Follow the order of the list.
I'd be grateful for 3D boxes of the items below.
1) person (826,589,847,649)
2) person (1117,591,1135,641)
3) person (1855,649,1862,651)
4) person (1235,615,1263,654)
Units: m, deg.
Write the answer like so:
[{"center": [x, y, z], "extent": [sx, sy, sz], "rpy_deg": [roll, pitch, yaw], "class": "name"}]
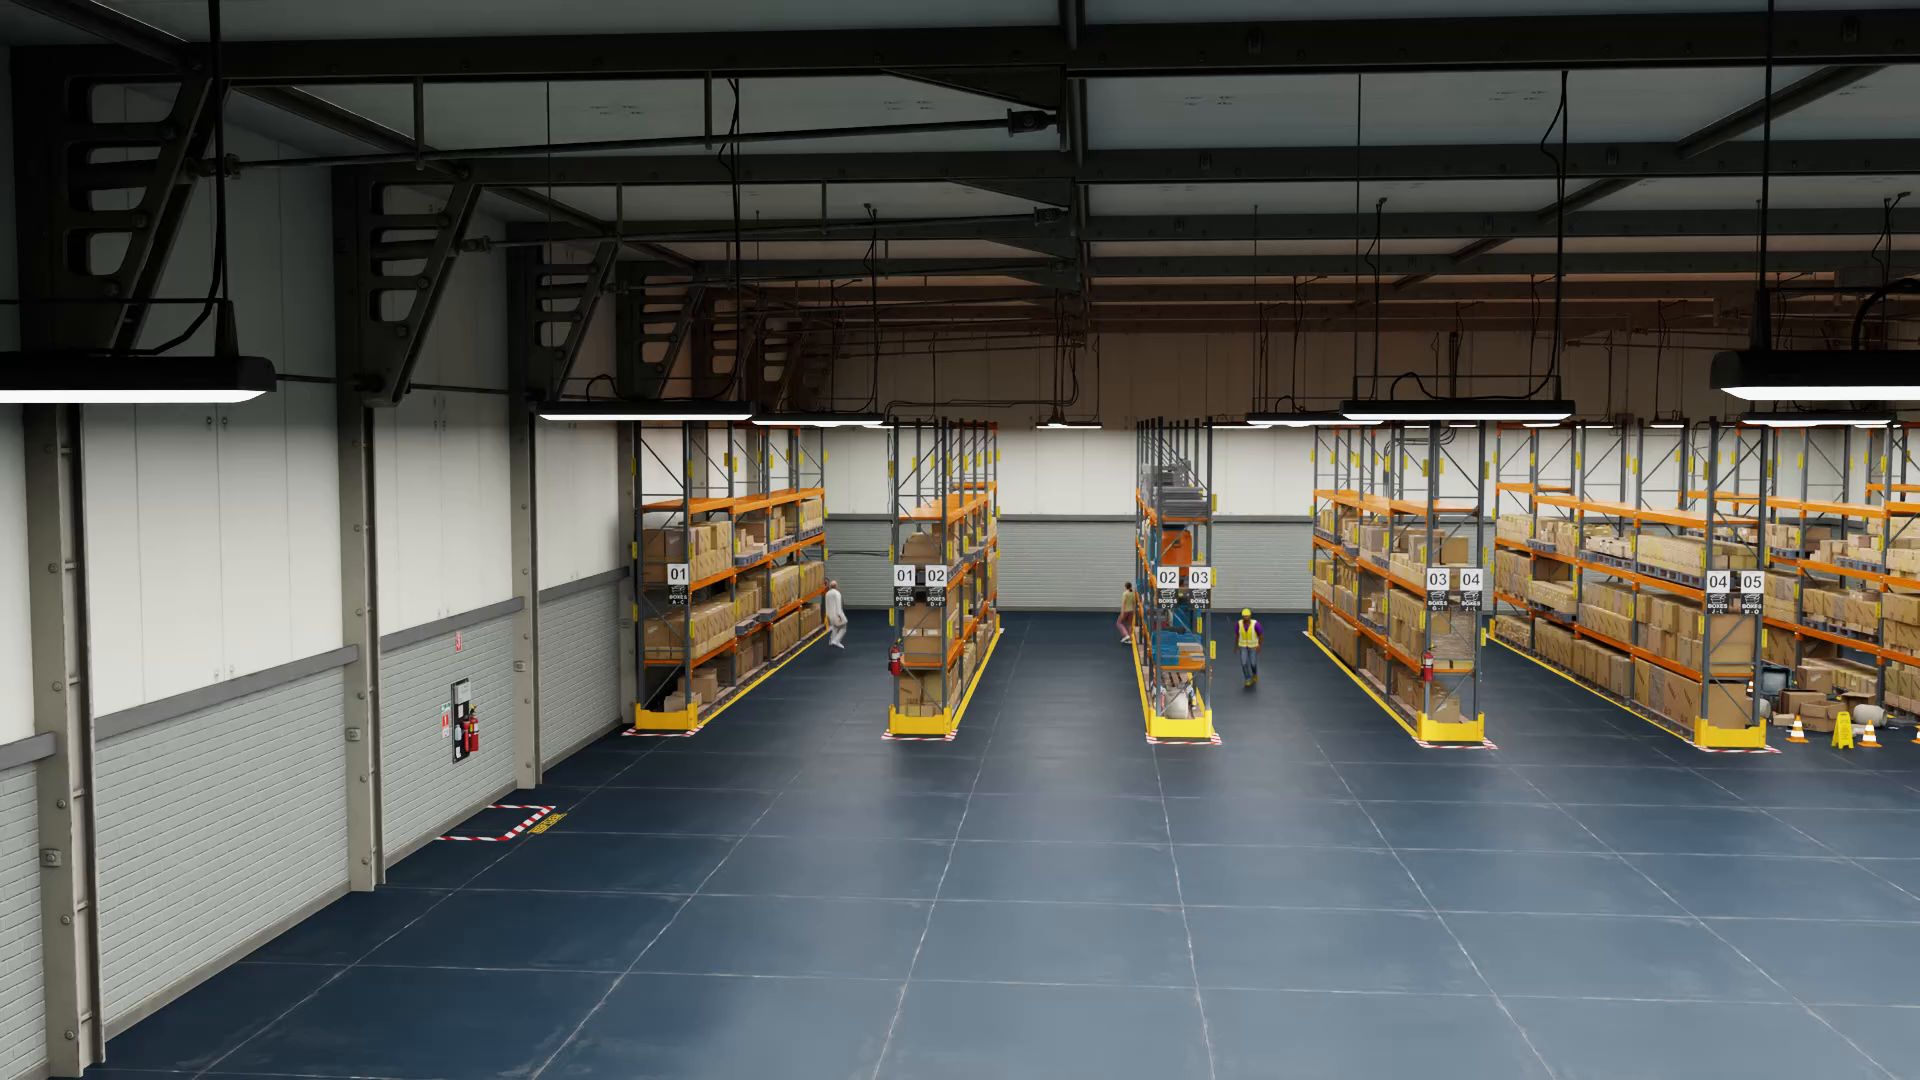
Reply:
[{"center": [-3.197, 2.015, 42.415], "extent": [0.606, 1.496, 0.531], "rpy_deg": [2, 4, 27], "class": "person"}, {"center": [4.517, 2.050, 44.869], "extent": [0.470, 1.354, 0.427], "rpy_deg": [-3, 5, -36], "class": "person"}, {"center": [23.441, 2.114, 43.177], "extent": [0.454, 1.596, 0.488], "rpy_deg": [0, 4, 4], "class": "person"}, {"center": [6.015, 1.977, 38.969], "extent": [2.600, 0.999, 2.974], "rpy_deg": [1, 4, 20], "class": "person"}]
